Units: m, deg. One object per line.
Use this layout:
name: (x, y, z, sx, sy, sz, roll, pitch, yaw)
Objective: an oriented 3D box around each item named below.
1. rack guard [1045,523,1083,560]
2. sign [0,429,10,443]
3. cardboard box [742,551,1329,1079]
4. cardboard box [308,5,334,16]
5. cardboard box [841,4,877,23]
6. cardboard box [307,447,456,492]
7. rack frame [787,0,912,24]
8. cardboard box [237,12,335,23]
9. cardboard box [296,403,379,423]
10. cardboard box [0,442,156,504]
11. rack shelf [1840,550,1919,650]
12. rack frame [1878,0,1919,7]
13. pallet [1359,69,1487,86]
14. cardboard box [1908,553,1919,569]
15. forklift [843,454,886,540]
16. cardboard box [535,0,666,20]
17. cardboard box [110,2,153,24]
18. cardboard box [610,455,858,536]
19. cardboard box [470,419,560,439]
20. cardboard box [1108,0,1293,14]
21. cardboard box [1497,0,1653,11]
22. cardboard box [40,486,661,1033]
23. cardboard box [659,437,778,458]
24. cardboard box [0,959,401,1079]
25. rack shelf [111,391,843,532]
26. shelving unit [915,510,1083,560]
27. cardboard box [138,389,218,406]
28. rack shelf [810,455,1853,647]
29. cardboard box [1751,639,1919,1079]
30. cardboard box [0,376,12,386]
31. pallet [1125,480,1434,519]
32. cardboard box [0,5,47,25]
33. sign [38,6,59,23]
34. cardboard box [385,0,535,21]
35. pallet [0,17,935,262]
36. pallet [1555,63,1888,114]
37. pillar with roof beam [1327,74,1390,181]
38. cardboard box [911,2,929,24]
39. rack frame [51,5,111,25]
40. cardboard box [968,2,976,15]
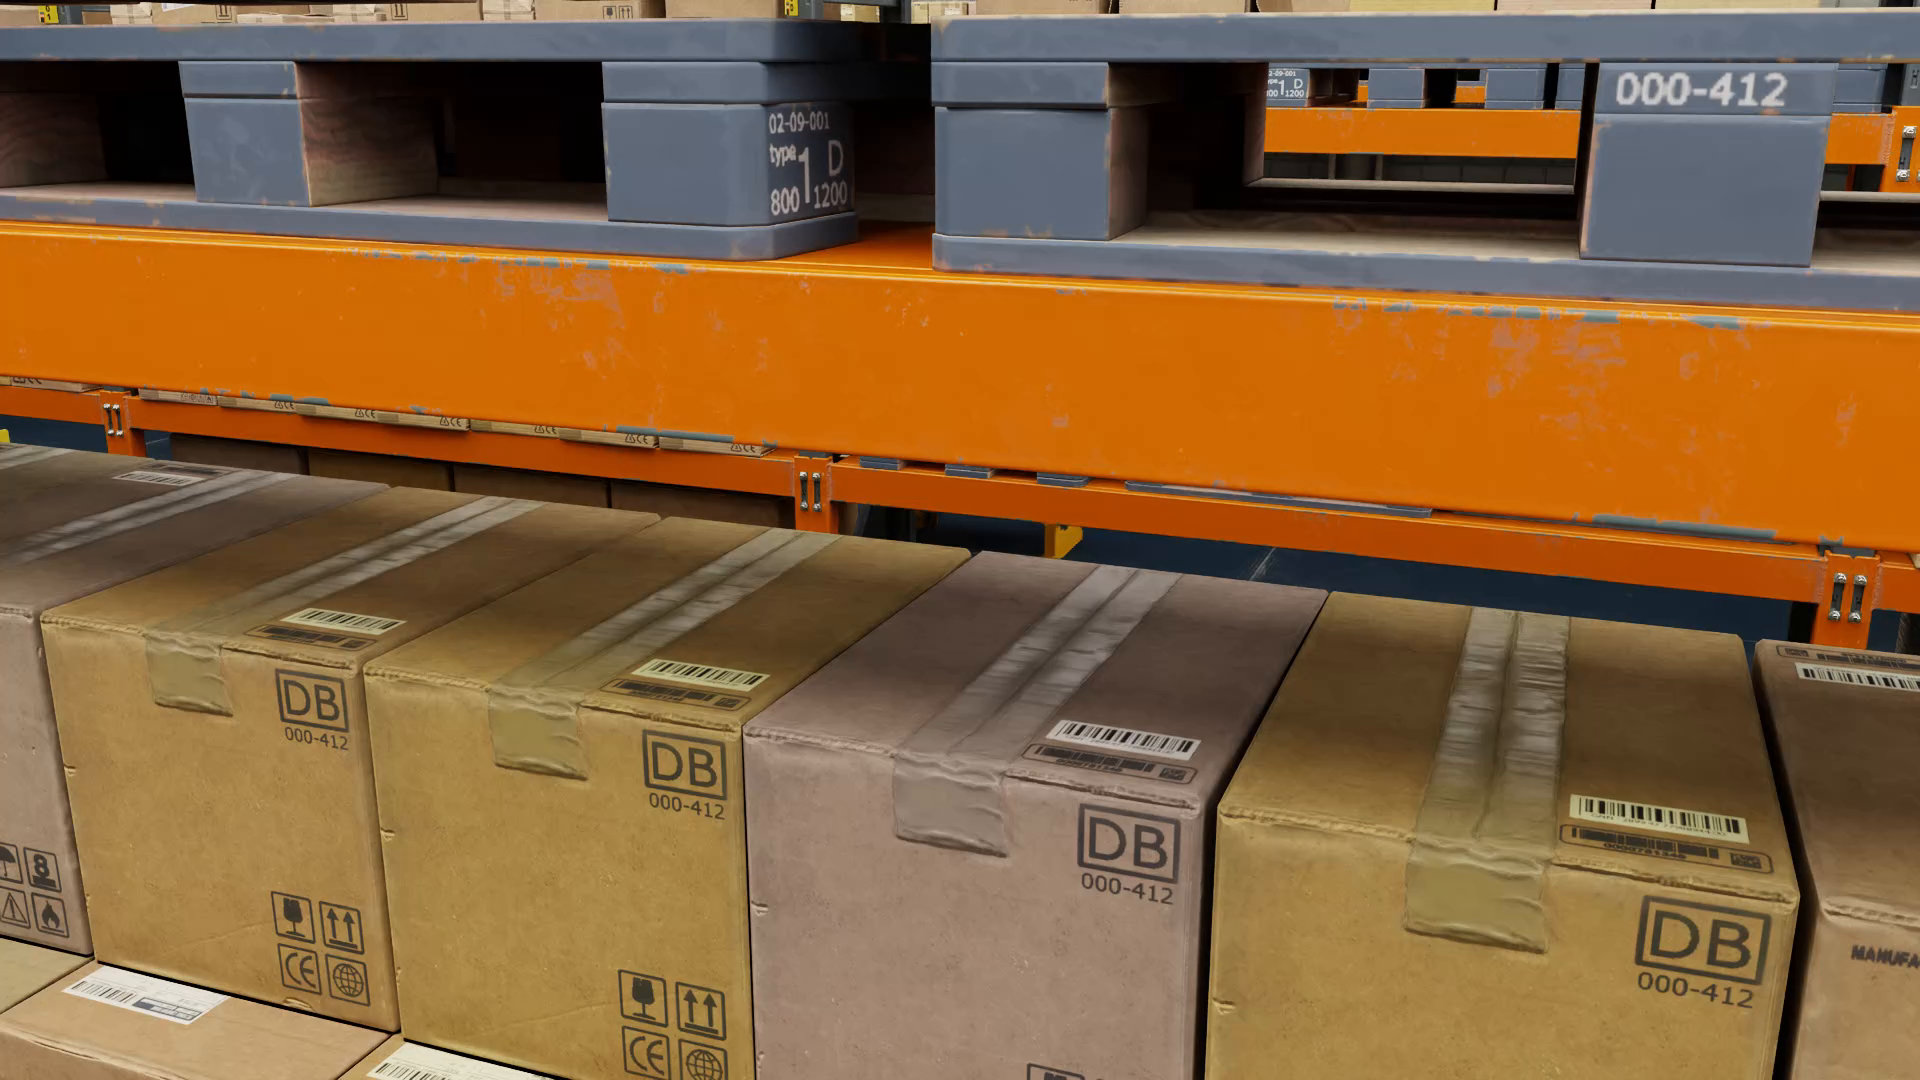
rack guard: (0.653, -0.054, 10.412, 0.087, 0.250, 0.587, 6, 17, 20)
sign: (-1.978, -0.059, 3.420, 0.005, 0.325, 0.100, 6, 17, 21)
cardboard box: (0.129, 0.369, 2.049, 0.500, 0.500, 0.700, 6, 17, 21)
cardboard box: (-3.281, -2.626, 8.364, 0.500, 0.311, 0.500, 6, 17, 21)
cardboard box: (-0.789, -3.775, 11.903, 0.250, 0.149, 0.380, 6, 17, 21)
cardboard box: (-2.728, -0.110, 8.731, 0.875, 0.875, 0.875, 7, 18, 22)
rack frame: (-0.456, -3.534, 6.705, 0.127, 3.000, 1.000, 6, 17, 21)
cardboard box: (-3.129, -2.372, 7.749, 0.250, 0.166, 0.380, 5, 17, 17)
cardboard box: (-2.912, -0.767, 8.206, 0.500, 0.250, 0.500, 6, 17, 20)
cardboard box: (-1.765, 0.162, 2.764, 0.500, 0.500, 0.700, 6, 17, 20)
rack shelf: (5.125, 0.307, 5.528, 4.000, 0.370, 1.077, 6, 17, 21)
rack frame: (3.265, -3.125, 5.296, 0.127, 3.000, 1.000, 6, 17, 21)
pallet: (3.067, -3.130, 11.035, 1.213, 0.211, 1.003, 7, 18, 23)
cardboard box: (3.440, -0.008, 5.770, 0.250, 0.149, 0.380, 6, 17, 20)
forklift: (-1.763, -1.574, 10.840, 3.031, 2.935, 1.130, 6, 17, 20)
cardboard box: (-1.447, -2.395, 7.230, 0.500, 0.500, 0.700, 5, 17, 18)
cardboard box: (-3.840, -2.498, 8.004, 0.258, 0.266, 0.396, 6, 17, 20)
cardboard box: (-1.068, 0.074, 8.097, 0.875, 0.875, 0.875, 6, 17, 20)
cardboard box: (-1.966, -0.669, 7.867, 0.500, 0.250, 0.500, 6, 17, 20)
cardboard box: (0.973, -1.994, 6.597, 0.637, 0.503, 0.797, 6, 17, 21)
cardboard box: (2.199, -1.889, 5.936, 0.500, 0.250, 0.500, 7, 17, 21)
cardboard box: (-0.816, 0.265, 2.408, 0.500, 0.500, 0.700, 6, 17, 20)
cardboard box: (-1.022, -0.565, 7.509, 0.500, 0.250, 0.500, 6, 17, 19)
cardboard box: (-0.917, 0.812, 2.316, 0.500, 0.500, 0.500, 6, 17, 21)
rack shelf: (-2.317, -0.512, 8.347, 4.000, 0.370, 1.077, 6, 17, 21)
shelving unit: (0.187, -0.703, 10.405, 1.083, 1.500, 0.587, 6, 17, 20)
cardboard box: (-3.865, -0.876, 8.581, 0.500, 0.250, 0.500, 6, 17, 19)
rack shelf: (1.404, -0.103, 6.937, 4.000, 0.370, 1.077, 6, 17, 21)
cardboard box: (1.078, 0.473, 1.691, 0.500, 0.500, 0.700, 6, 17, 20)
cardboard box: (-5.183, -1.142, 9.049, 0.500, 0.500, 0.500, 6, 17, 19)
pallet: (1.400, -0.369, 6.908, 1.213, 0.211, 1.003, 6, 17, 21)
cardboard box: (-4.889, -2.670, 8.419, 0.258, 0.266, 0.396, 7, 18, 22)
sign: (-4.380, -2.645, 7.954, 0.005, 0.325, 0.100, 6, 17, 21)
cardboard box: (-2.202, -2.448, 7.413, 0.500, 0.500, 0.500, 6, 17, 21)
pallet: (-0.519, -0.543, 2.121, 1.213, 0.211, 1.003, 7, 18, 23)
pallet: (2.729, -1.685, 6.053, 1.003, 0.211, 1.213, 6, 17, 21)
pillar with roof beam: (1.325, -3.805, 7.641, 0.400, 9.000, 9.100, 6, 17, 21)
cardboard box: (-0.274, -3.734, 11.797, 0.250, 0.149, 0.380, 6, 17, 21)
rack frame: (-4.177, -3.943, 8.115, 0.127, 3.000, 1.000, 6, 17, 21)
cardboard box: (0.240, -3.707, 11.703, 0.250, 0.149, 0.380, 6, 17, 20)
